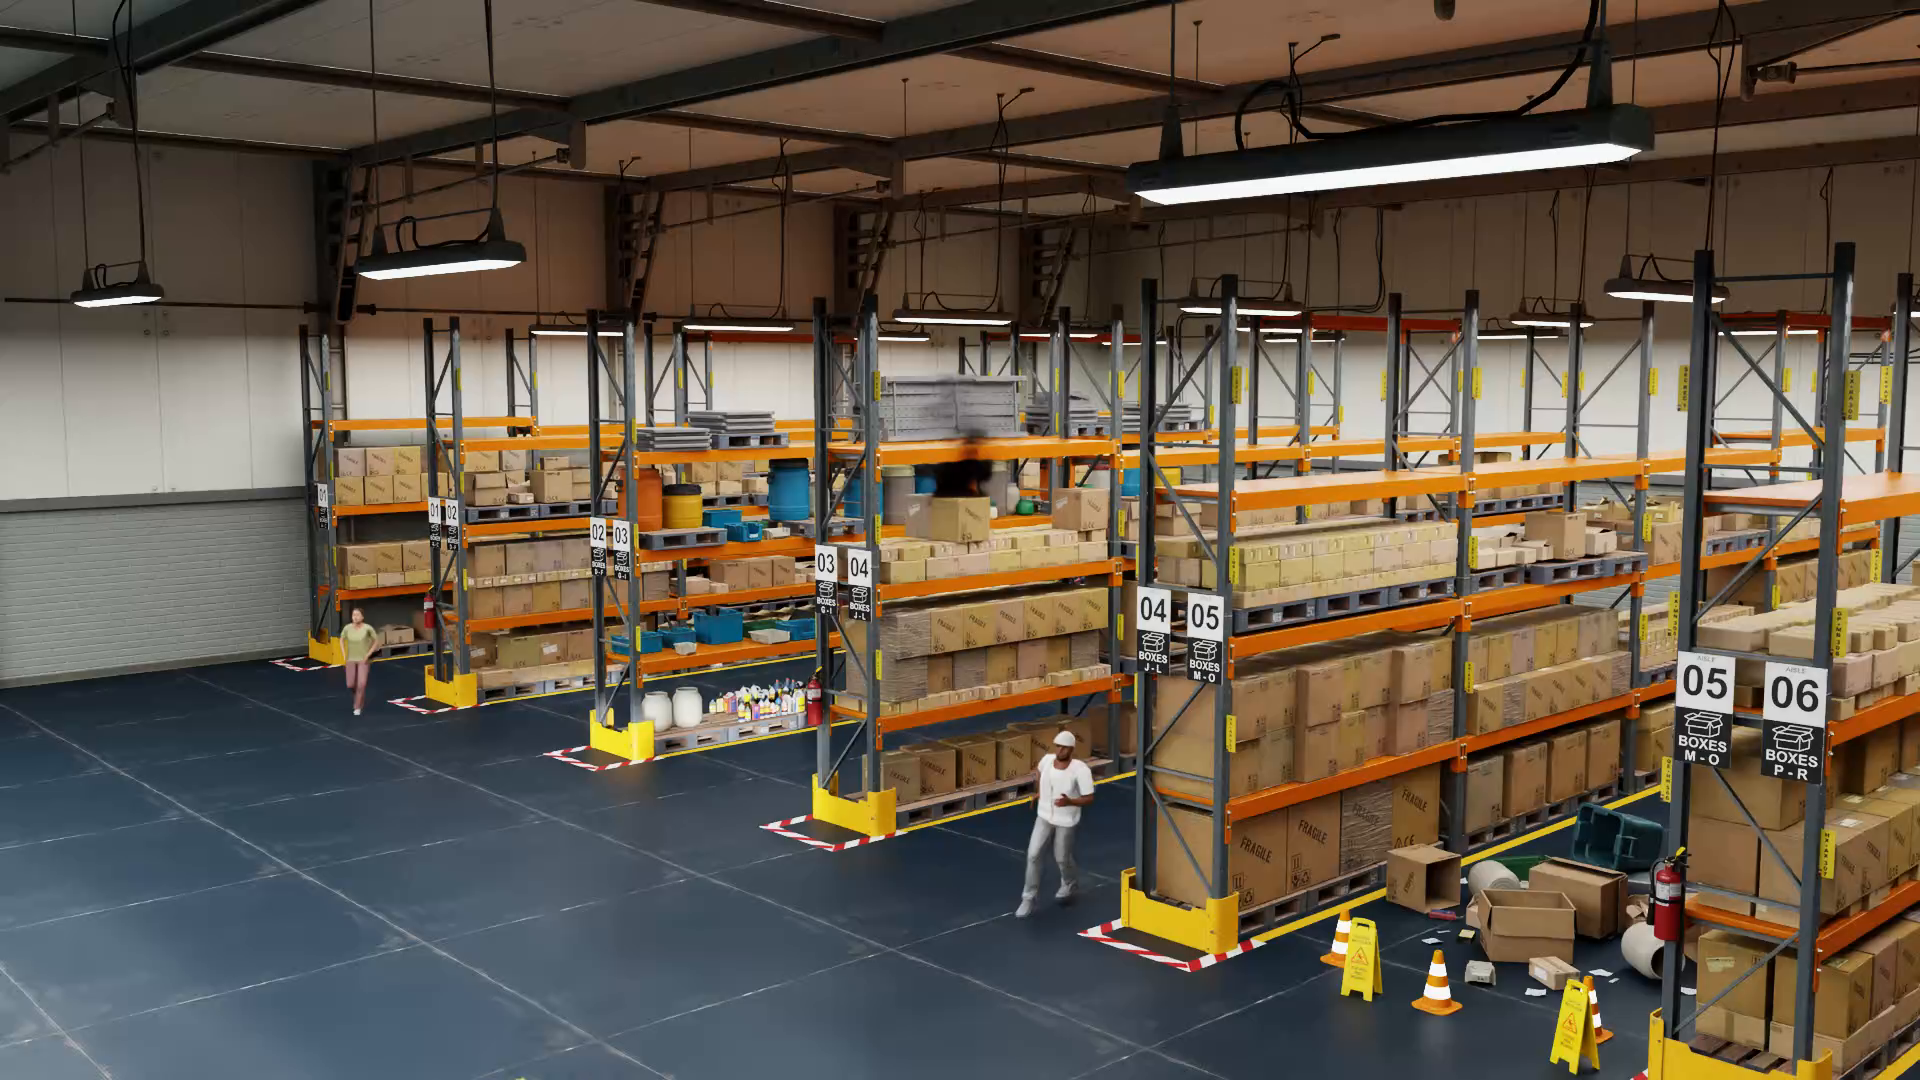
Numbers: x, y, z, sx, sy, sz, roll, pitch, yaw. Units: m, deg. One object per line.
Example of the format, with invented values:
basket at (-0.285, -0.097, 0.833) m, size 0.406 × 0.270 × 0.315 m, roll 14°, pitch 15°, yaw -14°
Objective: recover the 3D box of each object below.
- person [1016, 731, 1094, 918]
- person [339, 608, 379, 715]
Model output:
person at (0.973, 2.700, 15.945) m, size 0.703 × 1.799 × 0.803 m, roll 3°, pitch 7°, yaw 28°
person at (-9.114, 1.819, 25.255) m, size 0.576 × 1.632 × 0.562 m, roll -1°, pitch 6°, yaw -13°
